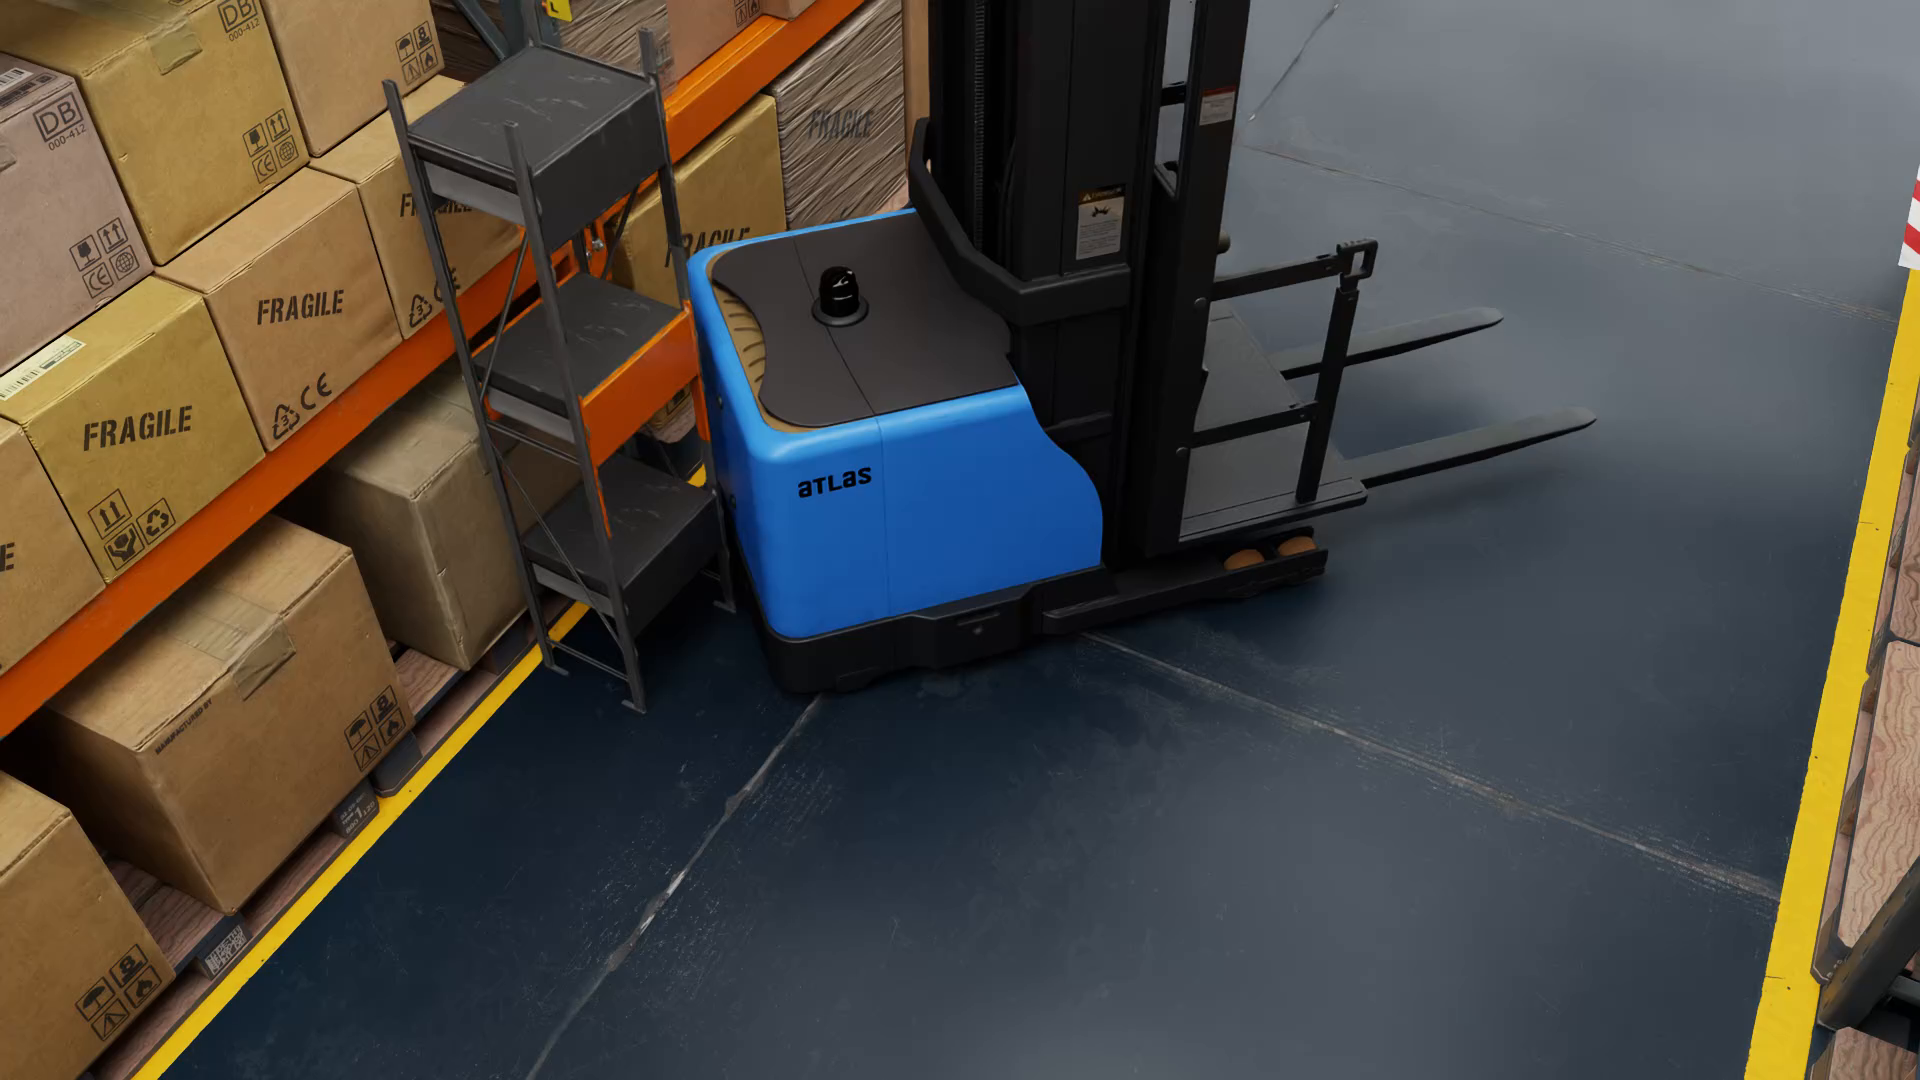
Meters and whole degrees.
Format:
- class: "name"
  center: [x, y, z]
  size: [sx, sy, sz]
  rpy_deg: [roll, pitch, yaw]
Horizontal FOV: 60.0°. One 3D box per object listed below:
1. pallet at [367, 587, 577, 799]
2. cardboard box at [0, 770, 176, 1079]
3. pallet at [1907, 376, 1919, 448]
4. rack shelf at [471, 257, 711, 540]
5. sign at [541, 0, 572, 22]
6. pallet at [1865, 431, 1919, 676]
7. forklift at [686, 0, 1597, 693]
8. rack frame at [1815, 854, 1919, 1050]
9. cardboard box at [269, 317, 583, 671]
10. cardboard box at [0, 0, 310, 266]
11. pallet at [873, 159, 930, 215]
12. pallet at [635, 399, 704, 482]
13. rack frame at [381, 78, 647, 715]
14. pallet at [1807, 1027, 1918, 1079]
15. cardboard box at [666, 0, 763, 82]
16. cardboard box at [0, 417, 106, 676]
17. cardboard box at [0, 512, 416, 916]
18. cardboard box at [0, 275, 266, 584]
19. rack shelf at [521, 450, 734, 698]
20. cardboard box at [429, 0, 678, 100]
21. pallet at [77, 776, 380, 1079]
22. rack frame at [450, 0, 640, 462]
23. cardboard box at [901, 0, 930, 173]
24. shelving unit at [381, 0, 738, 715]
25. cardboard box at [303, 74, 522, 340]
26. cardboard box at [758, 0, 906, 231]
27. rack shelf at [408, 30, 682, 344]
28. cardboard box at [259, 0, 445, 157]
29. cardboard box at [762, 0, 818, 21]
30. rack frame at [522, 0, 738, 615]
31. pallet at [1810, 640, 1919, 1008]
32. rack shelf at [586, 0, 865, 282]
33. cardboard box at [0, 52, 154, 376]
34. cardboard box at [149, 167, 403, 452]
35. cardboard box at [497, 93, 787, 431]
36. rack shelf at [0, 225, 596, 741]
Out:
- class: "pallet"
  center: [-1.871, 0.164, 5.439]
  size: [1.003, 0.211, 1.213]
  rpy_deg: [20, 49, 19]
- class: "cardboard box"
  center: [-2.671, 0.931, 4.008]
  size: [1.050, 0.750, 0.750]
  rpy_deg: [21, 49, 20]
- class: "pallet"
  center: [4.180, -0.617, 6.212]
  size: [1.003, 0.211, 1.213]
  rpy_deg: [20, 49, 19]
- class: "rack shelf"
  center: [-1.038, -0.403, 4.689]
  size: [0.431, 0.518, 0.480]
  rpy_deg: [22, 50, 21]
- class: "sign"
  center: [-1.094, -1.533, 4.398]
  size: [0.100, 0.325, 0.005]
  rpy_deg: [20, 49, 19]
- class: "pallet"
  center: [3.612, 0.149, 5.455]
  size: [1.003, 0.211, 1.213]
  rpy_deg: [20, 49, 19]
- class: "forklift"
  center: [0.707, -1.181, 4.856]
  size: [3.031, 2.935, 1.130]
  rpy_deg: [-14, 47, -13]
- class: "rack frame"
  center: [2.767, 0.375, 3.271]
  size: [1.000, 3.000, 0.127]
  rpy_deg: [20, 49, 19]
- class: "cardboard box"
  center: [-1.788, -0.263, 5.187]
  size: [1.050, 0.750, 0.750]
  rpy_deg: [20, 49, 19]
- class: "cardboard box"
  center: [-2.042, -1.074, 3.929]
  size: [0.700, 0.500, 0.500]
  rpy_deg: [20, 49, 18]
- class: "pallet"
  center: [-0.592, -1.571, 7.154]
  size: [1.003, 0.211, 1.213]
  rpy_deg: [20, 49, 19]
- class: "pallet"
  center: [-1.157, -0.800, 6.392]
  size: [1.003, 0.211, 1.213]
  rpy_deg: [20, 49, 19]
- class: "rack frame"
  center: [-1.161, -0.261, 4.532]
  size: [0.400, 2.100, 0.015]
  rpy_deg: [22, 50, 21]
- class: "pallet"
  center: [2.407, 1.846, 3.777]
  size: [1.003, 0.211, 1.213]
  rpy_deg: [20, 49, 19]
- class: "cardboard box"
  center: [-1.184, -1.970, 5.482]
  size: [0.875, 0.550, 0.550]
  rpy_deg: [20, 49, 19]
- class: "cardboard box"
  center: [-2.288, 0.012, 3.559]
  size: [0.500, 0.500, 0.500]
  rpy_deg: [20, 49, 19]
- class: "cardboard box"
  center: [-2.239, 0.344, 4.588]
  size: [1.050, 0.750, 0.750]
  rpy_deg: [20, 49, 19]
- class: "cardboard box"
  center: [-2.054, -0.308, 3.875]
  size: [0.500, 0.500, 0.500]
  rpy_deg: [21, 49, 19]
- class: "rack shelf"
  center: [-1.036, 0.087, 5.189]
  size: [0.431, 0.518, 0.480]
  rpy_deg: [22, 50, 21]
- class: "cardboard box"
  center: [-1.419, -1.616, 5.133]
  size: [0.875, 0.550, 0.550]
  rpy_deg: [20, 49, 19]
- class: "pallet"
  center: [-2.436, 0.936, 4.677]
  size: [1.003, 0.211, 1.213]
  rpy_deg: [20, 49, 19]
- class: "rack frame"
  center: [-1.580, -1.327, 4.952]
  size: [1.000, 3.000, 0.127]
  rpy_deg: [20, 49, 19]
- class: "cardboard box"
  center: [-0.386, -2.243, 7.057]
  size: [0.875, 0.875, 0.875]
  rpy_deg: [20, 49, 18]
- class: "shelving unit"
  center: [-1.038, -0.412, 4.679]
  size: [0.431, 2.100, 0.503]
  rpy_deg: [22, 50, 21]
- class: "cardboard box"
  center: [-1.585, -0.945, 4.505]
  size: [0.500, 0.500, 0.500]
  rpy_deg: [20, 49, 19]
- class: "cardboard box"
  center: [-0.811, -1.670, 6.490]
  size: [0.875, 0.875, 0.875]
  rpy_deg: [21, 49, 19]
- class: "rack shelf"
  center: [-1.040, -0.893, 4.189]
  size: [0.431, 0.518, 0.480]
  rpy_deg: [22, 50, 21]
- class: "cardboard box"
  center: [-1.805, -1.399, 4.250]
  size: [0.700, 0.500, 0.500]
  rpy_deg: [20, 49, 18]
- class: "cardboard box"
  center: [-0.829, -2.271, 5.780]
  size: [0.875, 0.550, 0.550]
  rpy_deg: [20, 49, 19]
- class: "rack frame"
  center: [-0.916, -0.563, 4.827]
  size: [0.400, 2.100, 0.015]
  rpy_deg: [22, 50, 21]
- class: "pallet"
  center: [3.047, 0.920, 4.692]
  size: [1.003, 0.211, 1.213]
  rpy_deg: [20, 49, 19]
- class: "rack shelf"
  center: [-0.651, -2.334, 6.453]
  size: [1.077, 0.370, 4.000]
  rpy_deg: [20, 49, 19]
- class: "cardboard box"
  center: [-2.277, -0.756, 3.615]
  size: [0.700, 0.500, 0.500]
  rpy_deg: [21, 49, 19]
- class: "cardboard box"
  center: [-1.820, -0.627, 4.190]
  size: [0.500, 0.500, 0.500]
  rpy_deg: [20, 49, 19]
- class: "cardboard box"
  center: [-1.226, -1.101, 5.927]
  size: [0.875, 0.875, 0.875]
  rpy_deg: [21, 49, 20]
- class: "rack shelf"
  center: [-2.508, 0.186, 3.963]
  size: [1.077, 0.370, 4.000]
  rpy_deg: [20, 49, 19]
